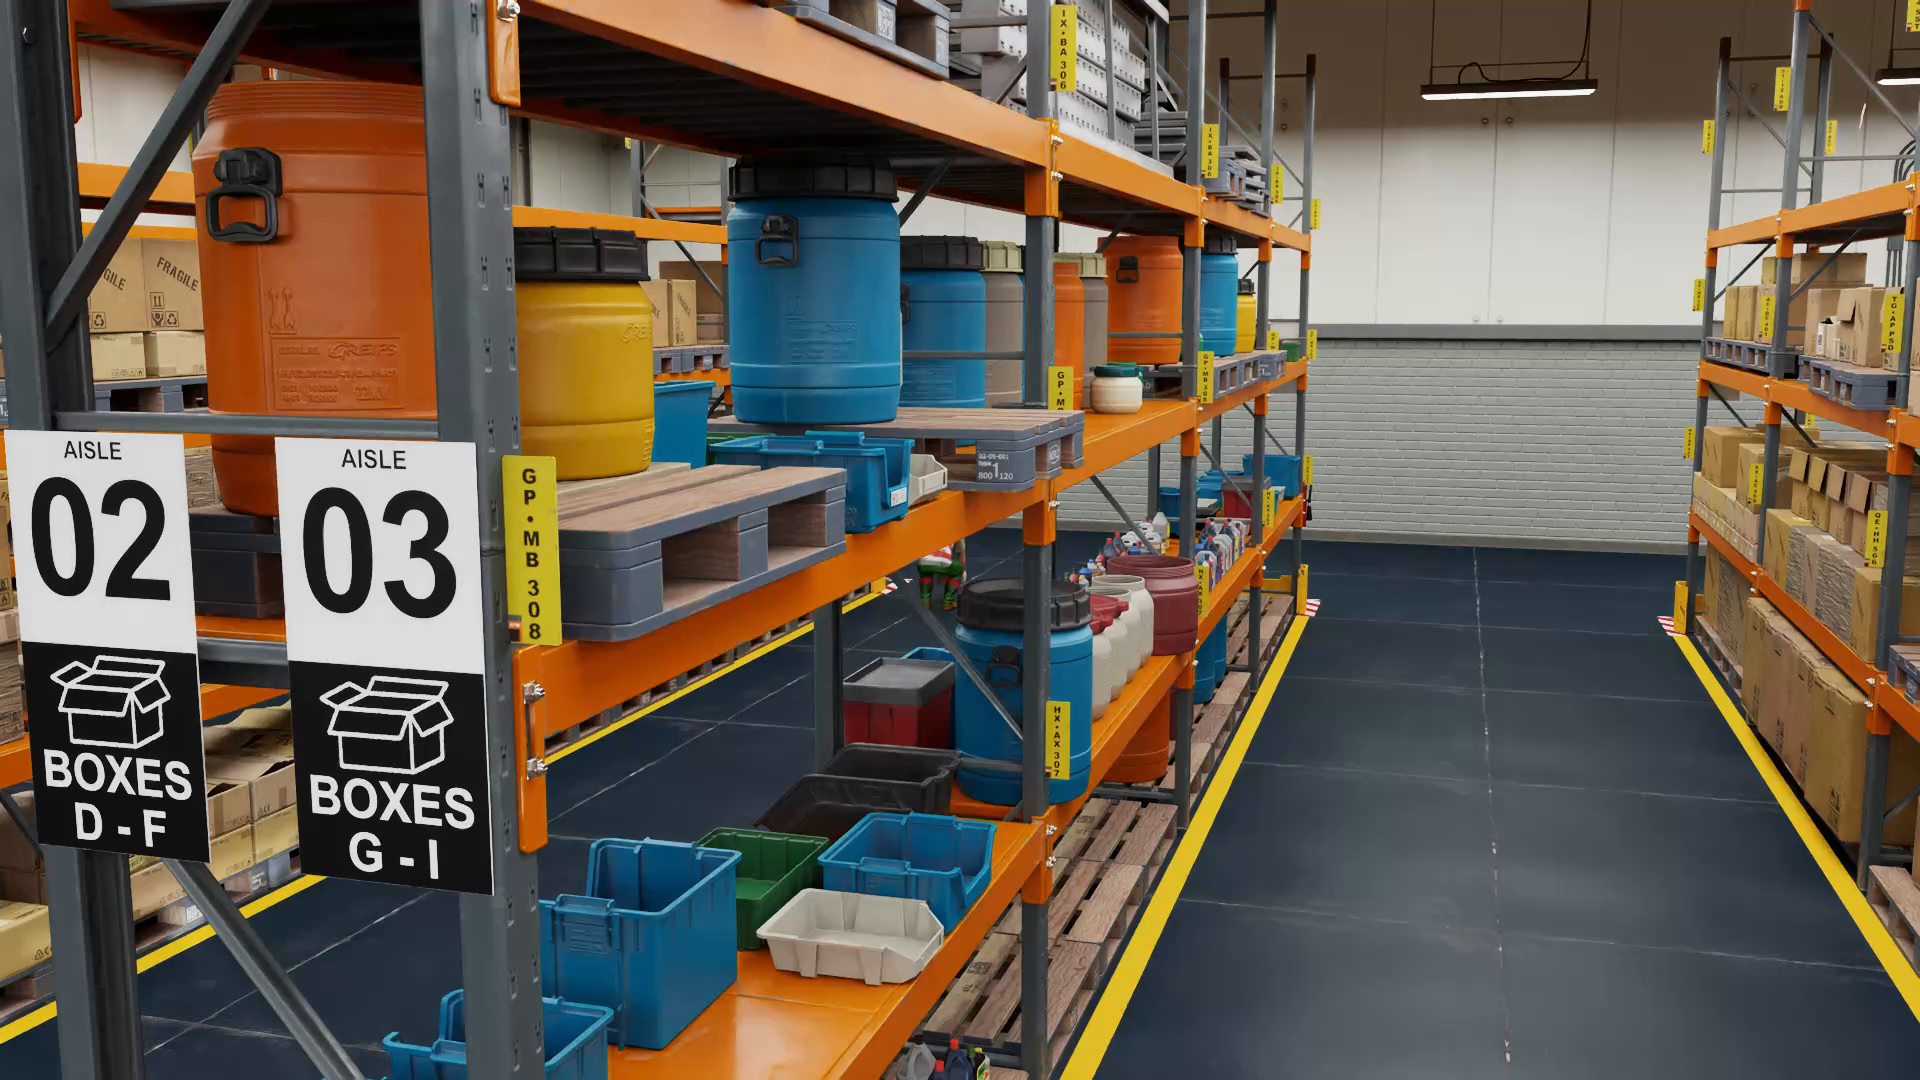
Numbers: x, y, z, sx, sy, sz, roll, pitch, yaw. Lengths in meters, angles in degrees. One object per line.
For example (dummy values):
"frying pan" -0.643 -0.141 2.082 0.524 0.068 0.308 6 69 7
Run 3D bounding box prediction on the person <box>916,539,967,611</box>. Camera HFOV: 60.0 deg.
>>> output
"person" -0.252 0.221 18.733 0.578 1.073 0.863 2 9 16
